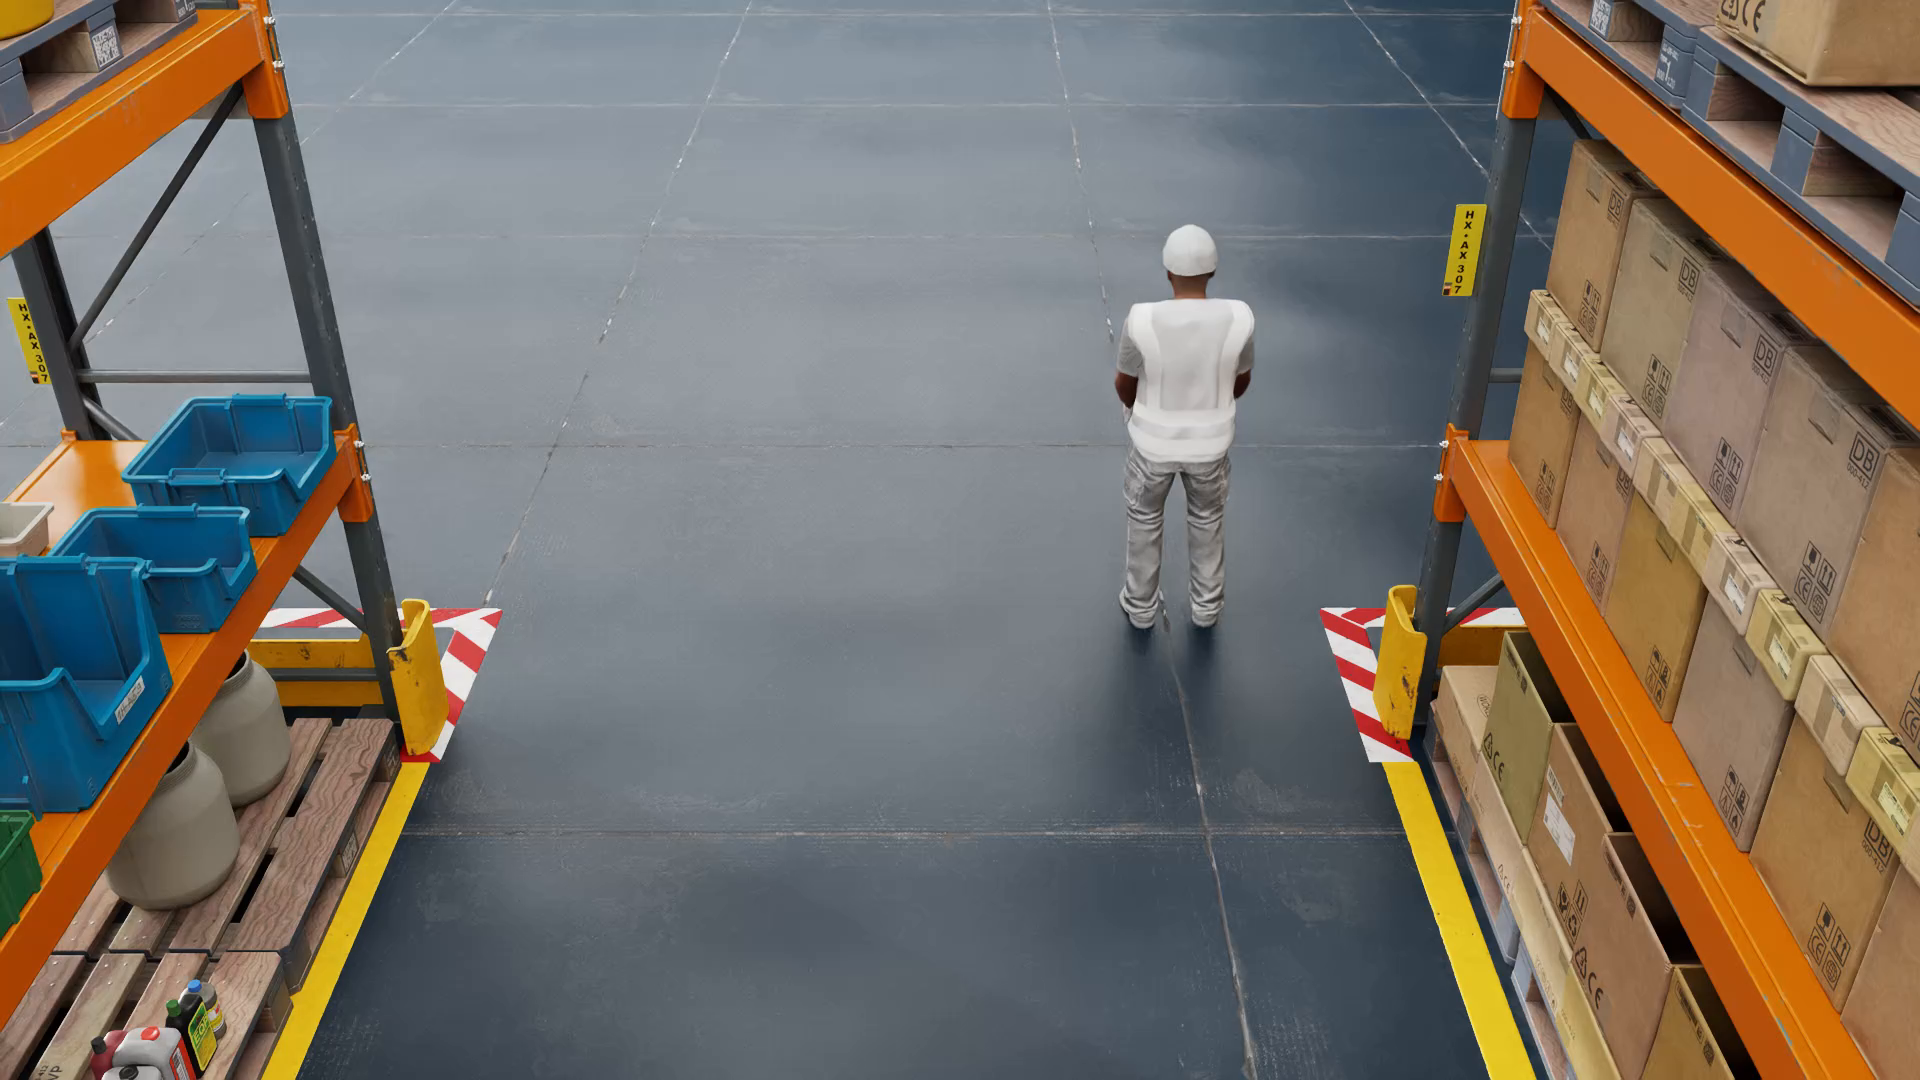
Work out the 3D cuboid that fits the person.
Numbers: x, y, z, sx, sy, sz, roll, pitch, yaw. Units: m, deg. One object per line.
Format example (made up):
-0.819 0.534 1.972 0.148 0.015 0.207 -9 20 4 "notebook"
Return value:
0.897 -0.449 6.853 0.552 1.786 0.483 -1 31 -1 "person"
